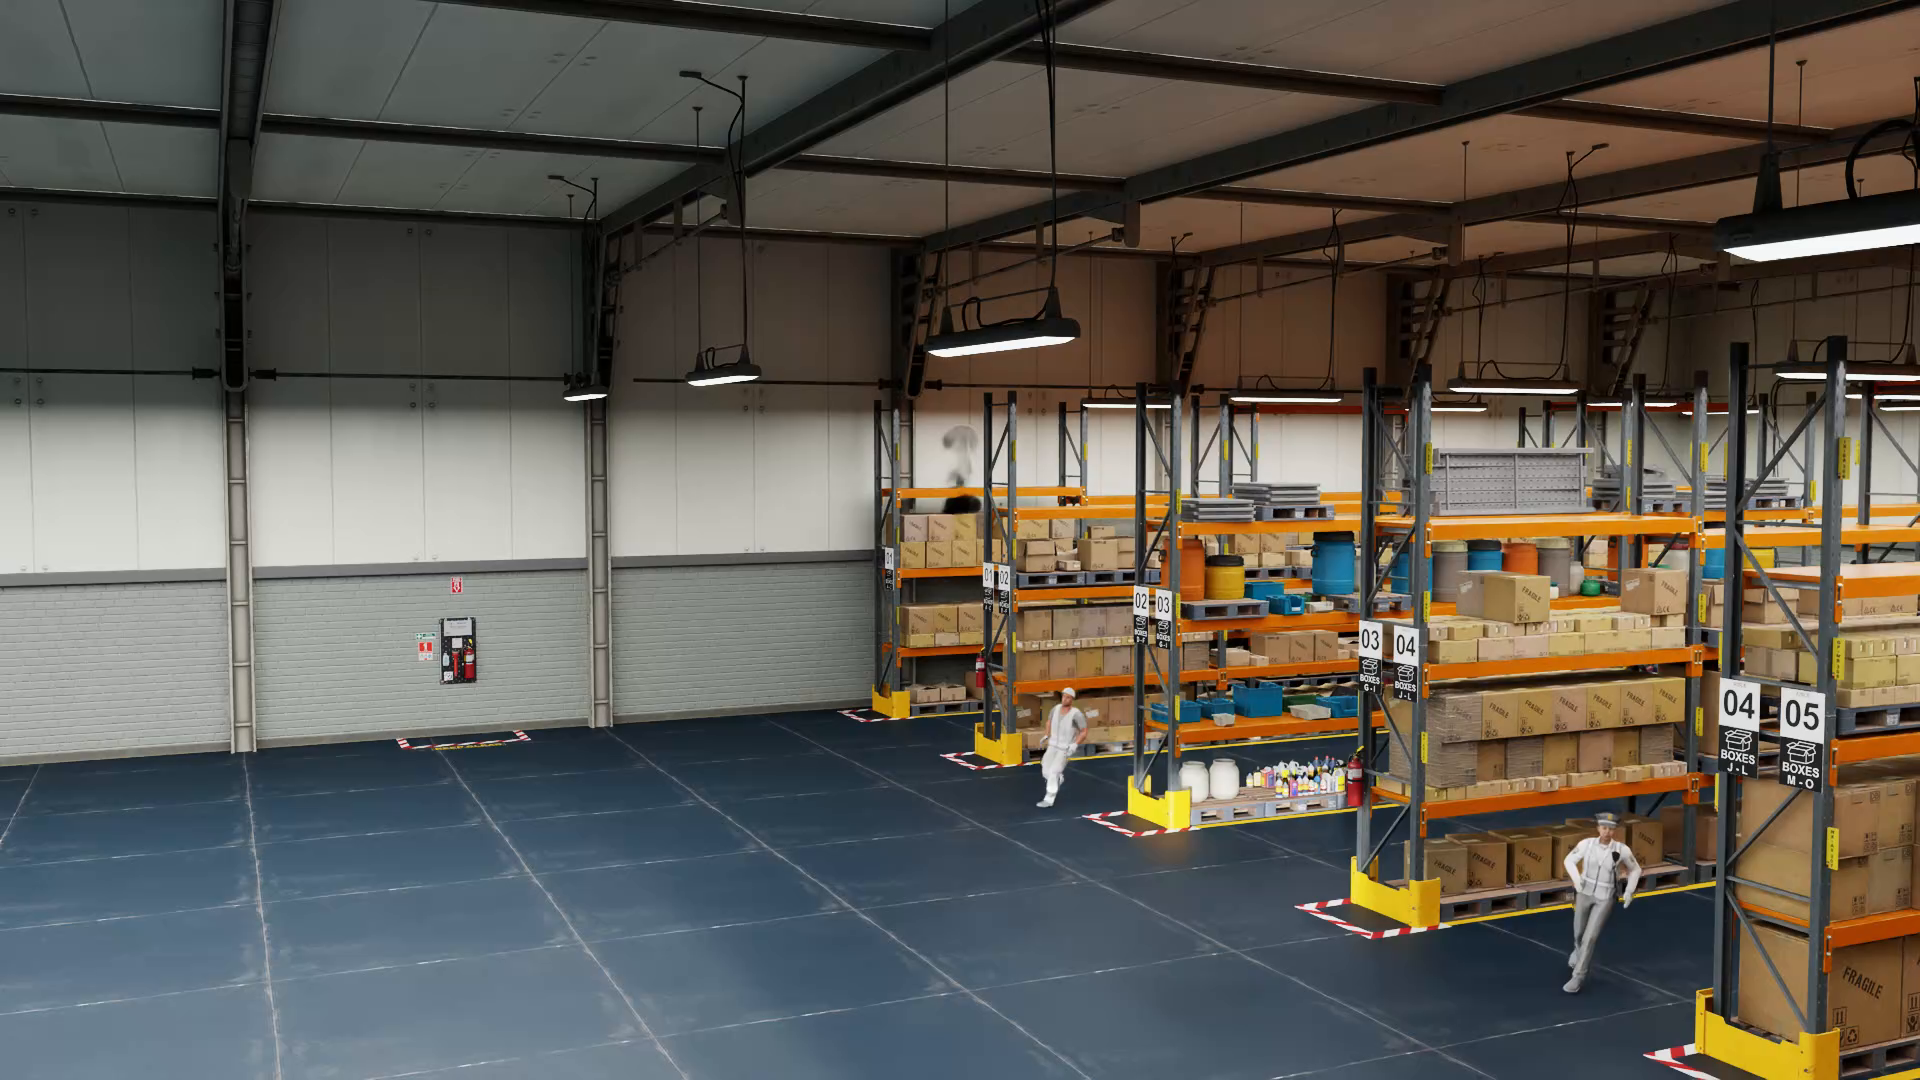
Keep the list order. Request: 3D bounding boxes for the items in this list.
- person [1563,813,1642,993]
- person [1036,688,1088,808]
[{"bbox_3d":[6.052,3.398,15.816,0.631,1.661,0.924,2,4,34],"label":"person"},{"bbox_3d":[1.473,2.936,23.569,0.698,1.710,0.605,2,4,34],"label":"person"}]
